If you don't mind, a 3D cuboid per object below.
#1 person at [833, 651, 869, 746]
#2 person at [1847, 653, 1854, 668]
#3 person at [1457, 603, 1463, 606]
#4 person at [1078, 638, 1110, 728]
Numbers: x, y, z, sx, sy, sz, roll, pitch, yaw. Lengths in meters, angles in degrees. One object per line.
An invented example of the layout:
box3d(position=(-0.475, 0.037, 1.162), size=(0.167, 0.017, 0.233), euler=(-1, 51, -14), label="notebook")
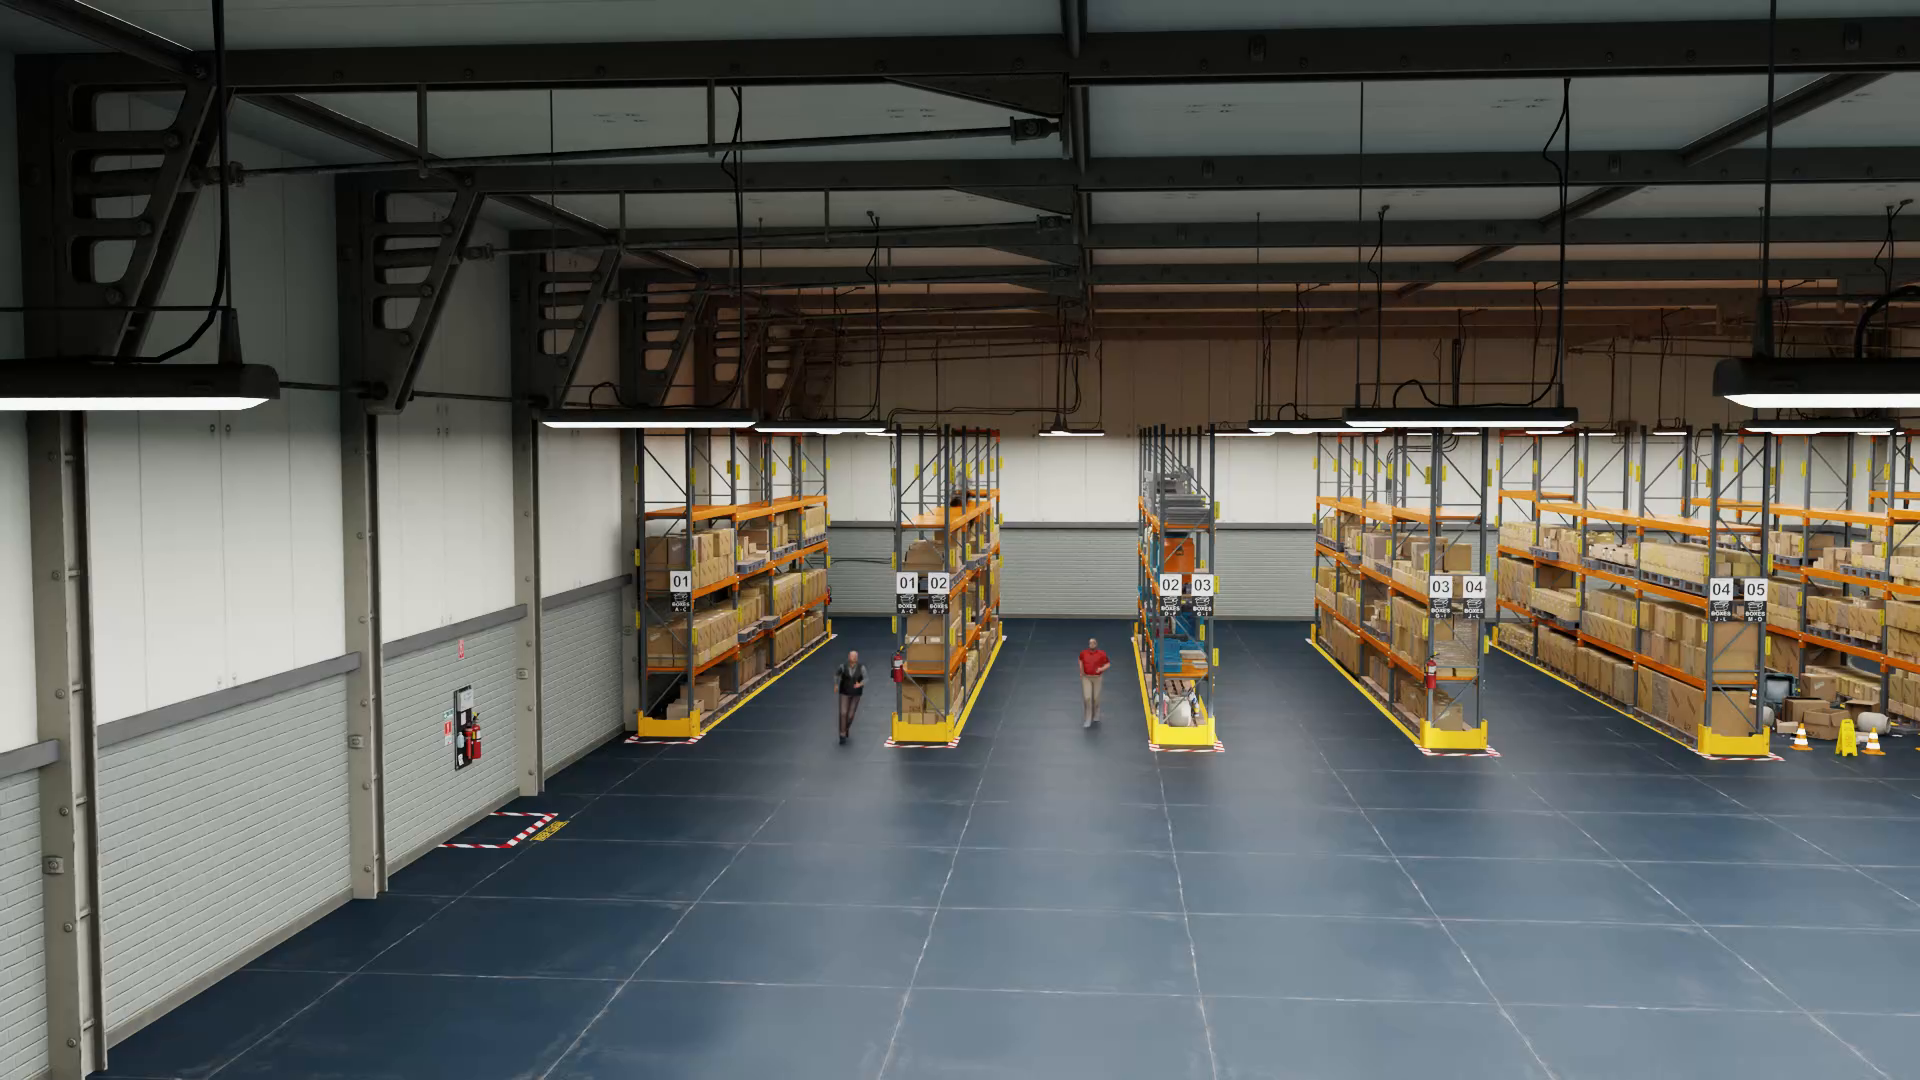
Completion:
box3d(position=(-2.055, 2.958, 31.477), size=(0.680, 1.717, 0.889), euler=(0, 4, -8), label="person")
box3d(position=(21.265, 2.492, 39.674), size=(0.574, 1.644, 0.618), euler=(0, 3, 6), label="person")
box3d(position=(13.594, 2.180, 45.656), size=(0.577, 1.588, 0.800), euler=(1, 4, 18), label="person")
box3d(position=(2.681, 2.839, 33.311), size=(0.651, 1.774, 0.837), euler=(0, 4, 8), label="person")
